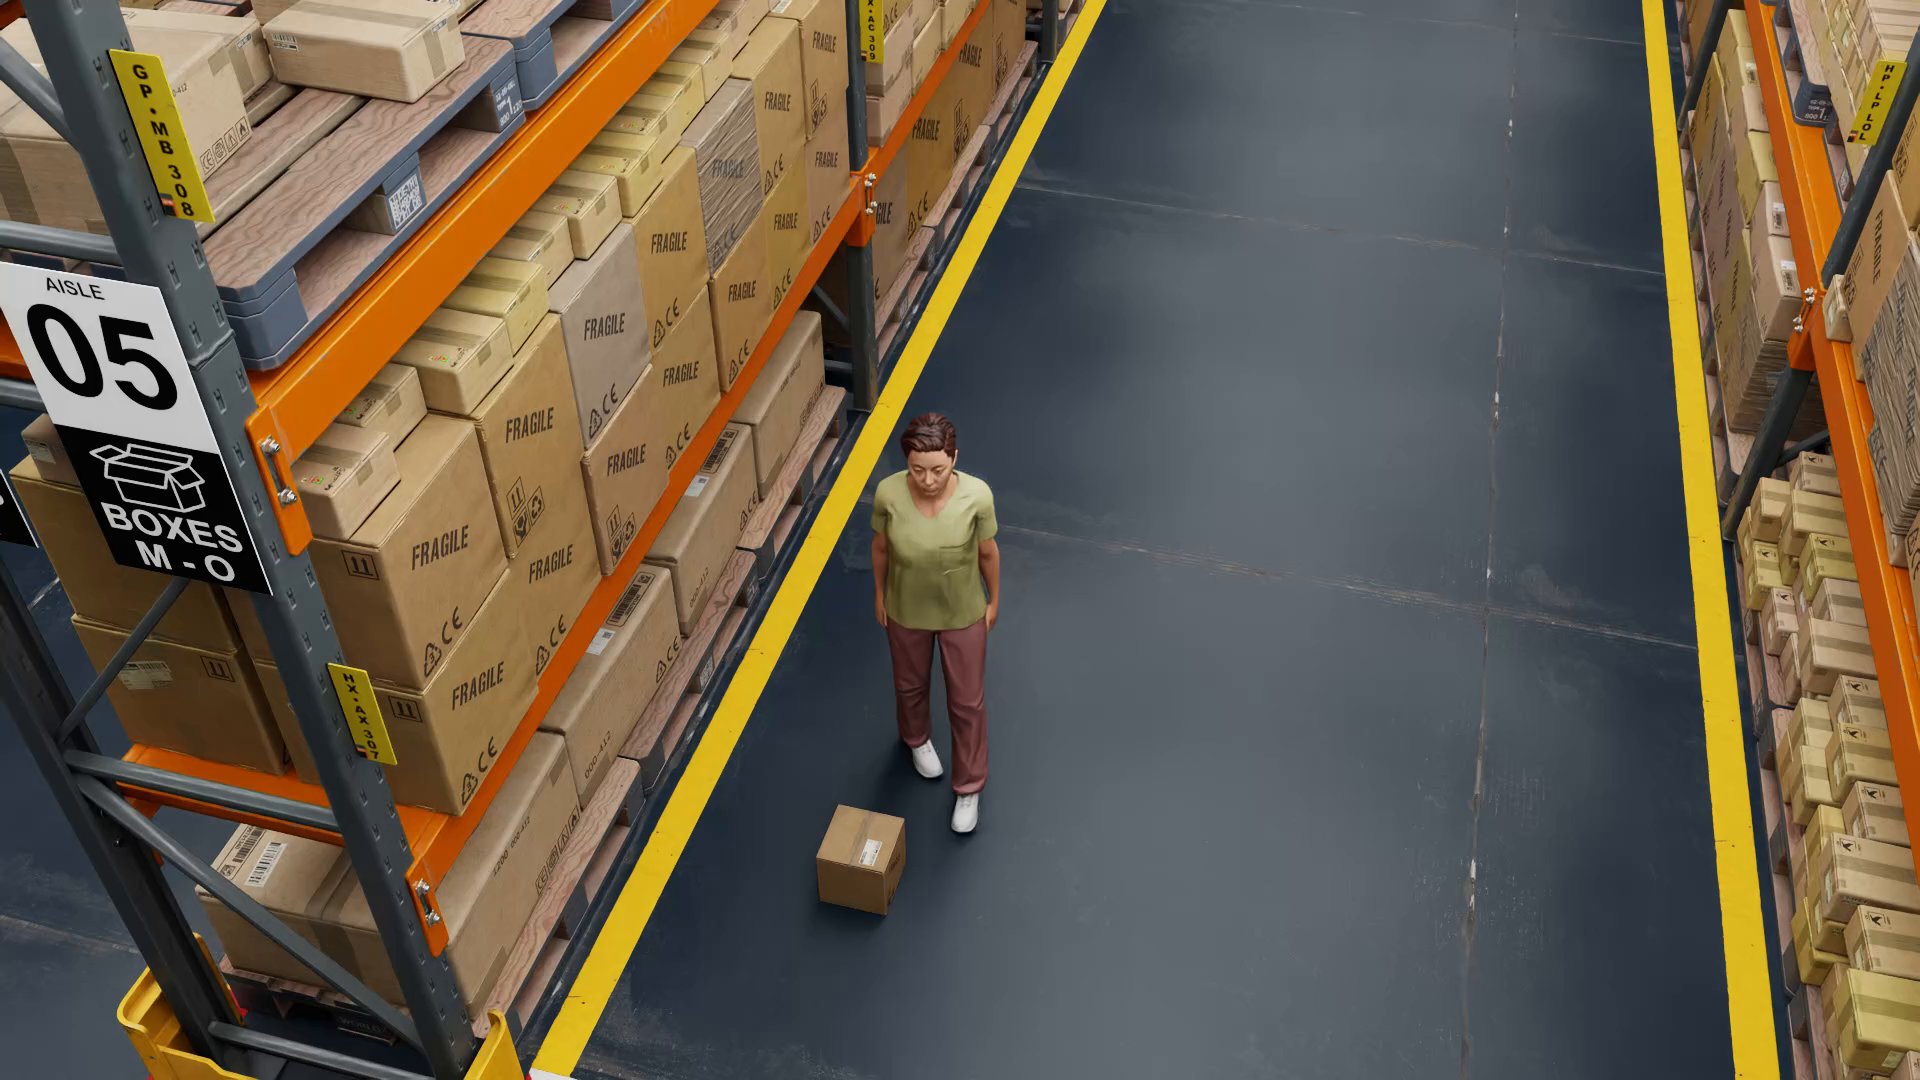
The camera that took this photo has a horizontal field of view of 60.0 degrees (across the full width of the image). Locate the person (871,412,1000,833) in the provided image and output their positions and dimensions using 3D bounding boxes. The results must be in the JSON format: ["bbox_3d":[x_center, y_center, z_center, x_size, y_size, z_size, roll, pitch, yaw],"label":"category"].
[{"bbox_3d":[-0.096,0.289,5.818,0.453,1.667,0.560,3,41,4],"label":"person"}]
